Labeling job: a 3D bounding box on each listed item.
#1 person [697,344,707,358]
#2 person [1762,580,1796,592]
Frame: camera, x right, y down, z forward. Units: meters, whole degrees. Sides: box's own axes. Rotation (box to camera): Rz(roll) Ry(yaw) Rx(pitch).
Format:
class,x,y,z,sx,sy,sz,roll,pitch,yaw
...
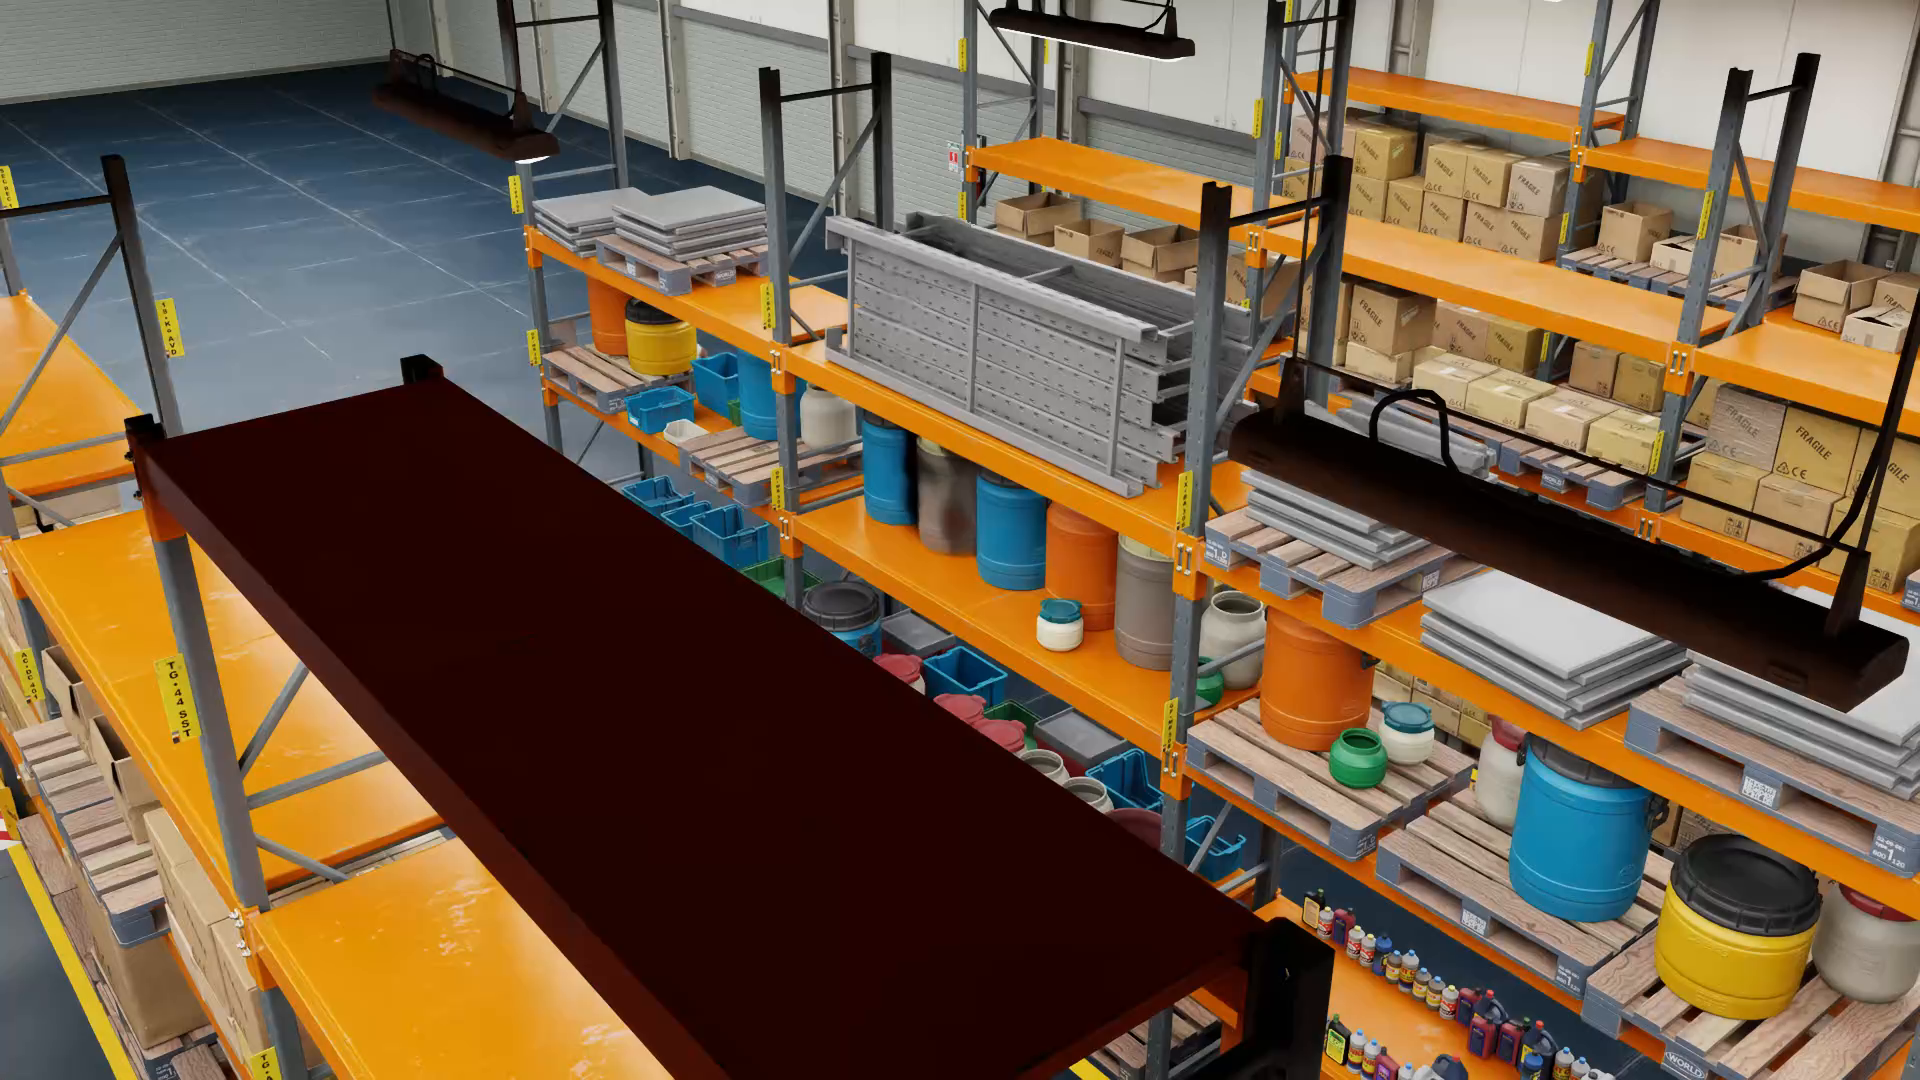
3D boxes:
class,x,y,z,sx,sy,sz,roll,pitch,yaw
person,-3.128,-1.652,19.843,0.945,1.760,0.694,-3,26,-6
person,7.385,0.858,14.745,0.955,1.614,0.627,19,32,34
